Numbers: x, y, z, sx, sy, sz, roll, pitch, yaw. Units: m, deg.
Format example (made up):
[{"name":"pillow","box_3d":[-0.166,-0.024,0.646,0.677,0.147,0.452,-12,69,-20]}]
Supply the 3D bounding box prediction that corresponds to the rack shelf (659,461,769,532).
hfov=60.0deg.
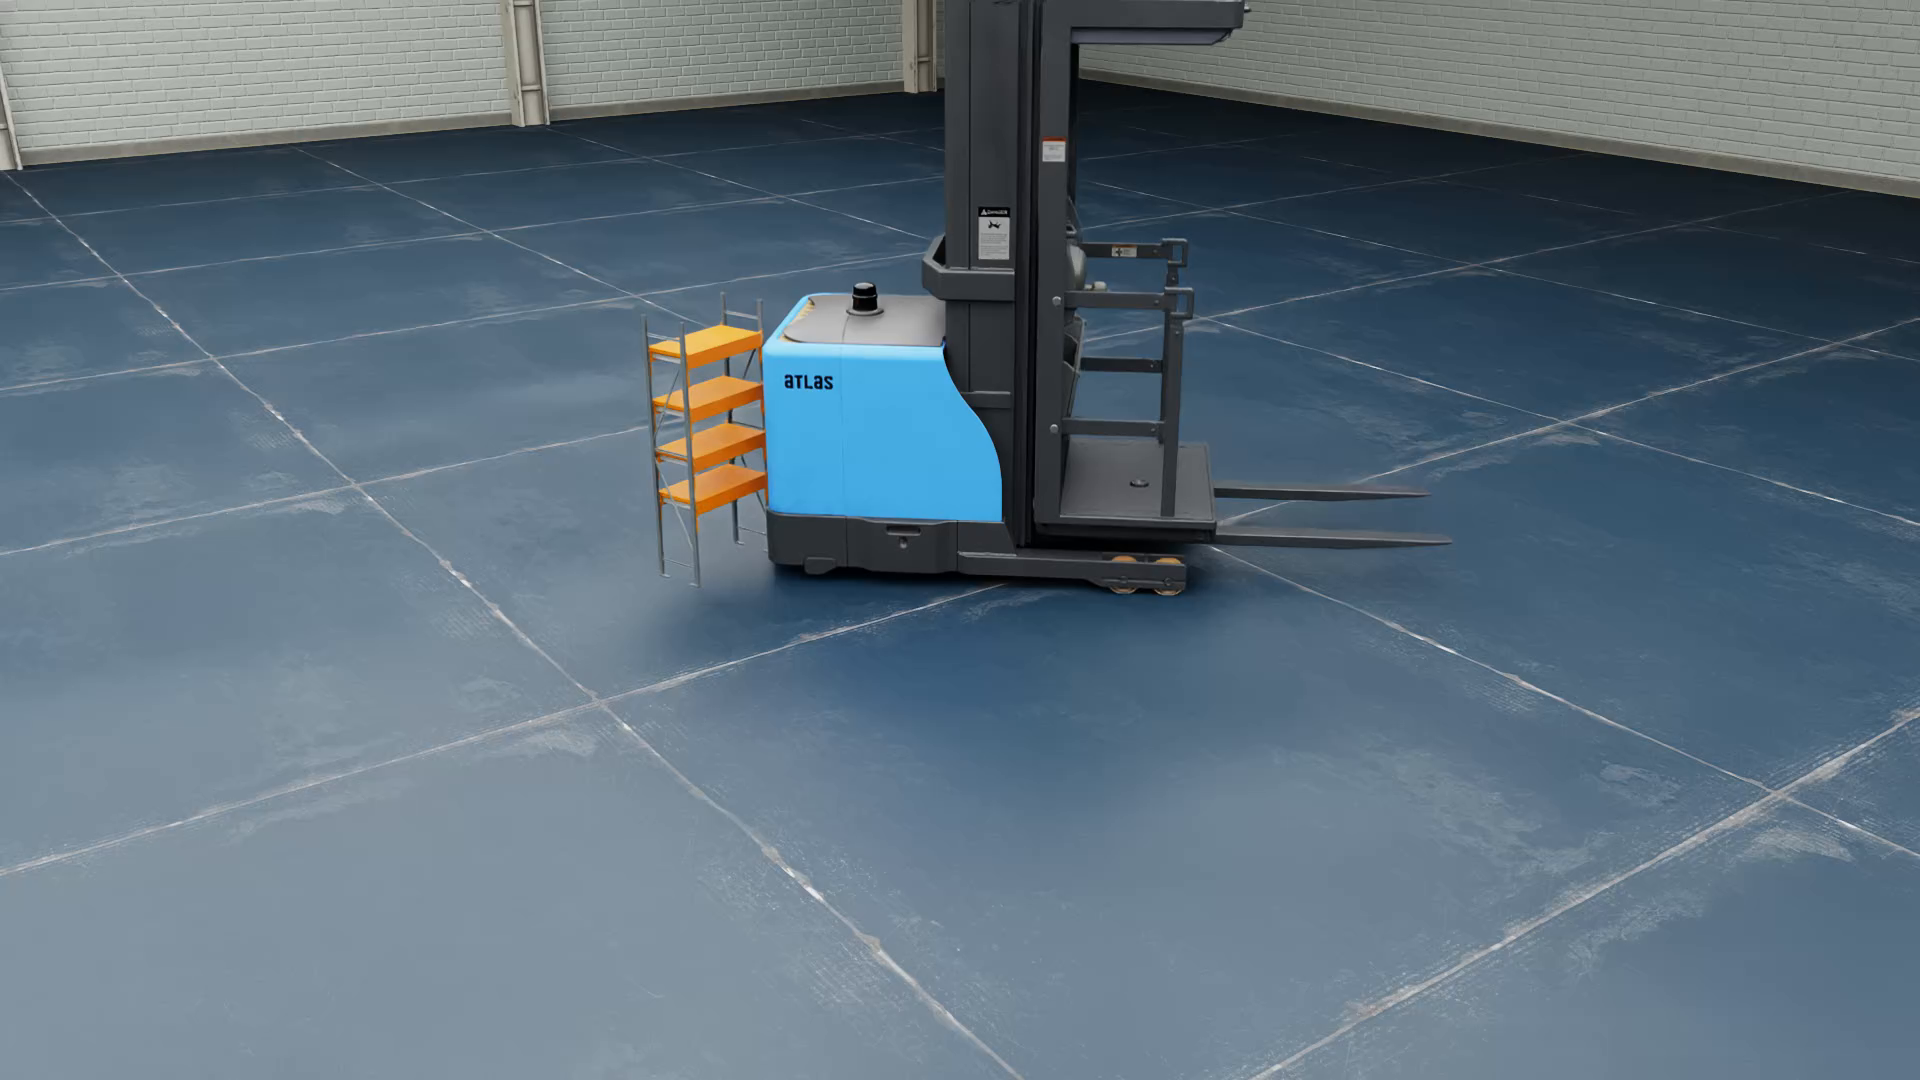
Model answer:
[{"name":"rack shelf","box_3d":[-1.111,-0.201,7.498,0.258,0.148,0.480,15,26,32]}]

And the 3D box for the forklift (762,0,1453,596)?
[{"name":"forklift","box_3d":[0.684,-1.323,7.258,3.031,2.935,1.130,2,22,5]}]

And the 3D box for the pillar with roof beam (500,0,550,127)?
[{"name":"pillar with roof beam","box_3d":[-2.942,-8.173,16.237,0.400,9.000,9.100,-15,26,-33]}]

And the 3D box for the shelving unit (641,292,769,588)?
[{"name":"shelving unit","box_3d":[-1.111,-0.448,7.399,0.258,1.200,0.503,15,26,32]}]

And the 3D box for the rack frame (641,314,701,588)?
[{"name":"rack frame","box_3d":[-1.252,-0.374,7.214,0.240,1.200,0.015,15,26,32]}]

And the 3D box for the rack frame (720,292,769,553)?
[{"name":"rack frame","box_3d":[-0.970,-0.521,7.584,0.240,1.200,0.015,15,26,32]}]

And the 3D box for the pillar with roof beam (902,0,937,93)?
[{"name":"pillar with roof beam","box_3d":[1.929,-9.472,19.492,0.400,9.000,9.100,-15,26,-33]}]

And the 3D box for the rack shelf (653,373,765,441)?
[{"name":"rack shelf","box_3d":[-1.111,-0.593,7.341,0.258,0.148,0.480,15,26,32]}]

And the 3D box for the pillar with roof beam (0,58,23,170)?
[{"name":"pillar with roof beam","box_3d":[-7.812,-6.875,12.983,0.400,9.000,9.100,-15,26,-33]}]

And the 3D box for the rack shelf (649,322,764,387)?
[{"name":"rack shelf","box_3d":[-1.111,-0.813,7.254,0.258,0.148,0.480,15,26,32]}]

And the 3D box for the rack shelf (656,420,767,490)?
[{"name":"rack shelf","box_3d":[-1.111,-0.385,7.424,0.258,0.148,0.480,15,26,32]}]
